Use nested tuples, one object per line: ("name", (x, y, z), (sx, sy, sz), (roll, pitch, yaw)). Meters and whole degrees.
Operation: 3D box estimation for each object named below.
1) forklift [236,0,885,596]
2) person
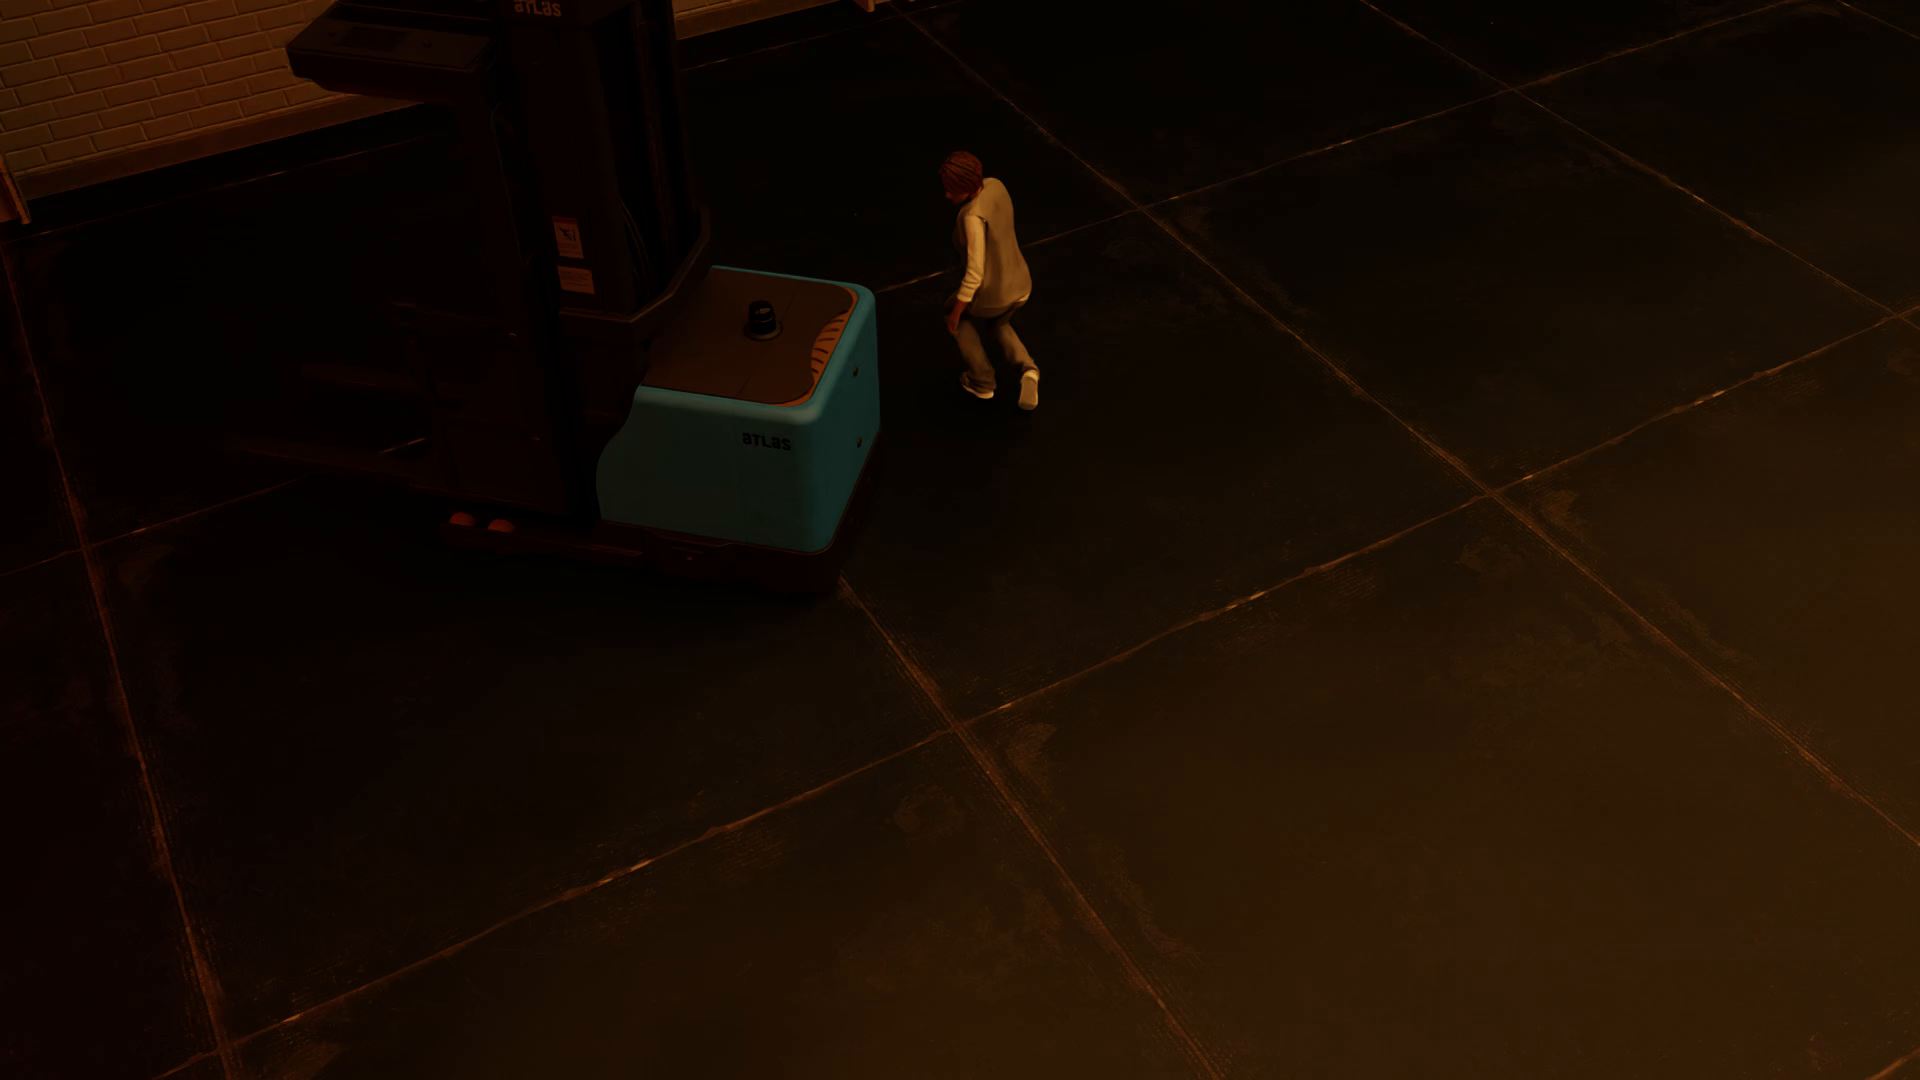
("forklift", (-1.941, -1.349, 7.152), (3.031, 2.935, 1.130), (9, 44, 10))
("person", (0.139, -1.229, 8.190), (0.643, 1.384, 0.575), (33, 52, 30))
